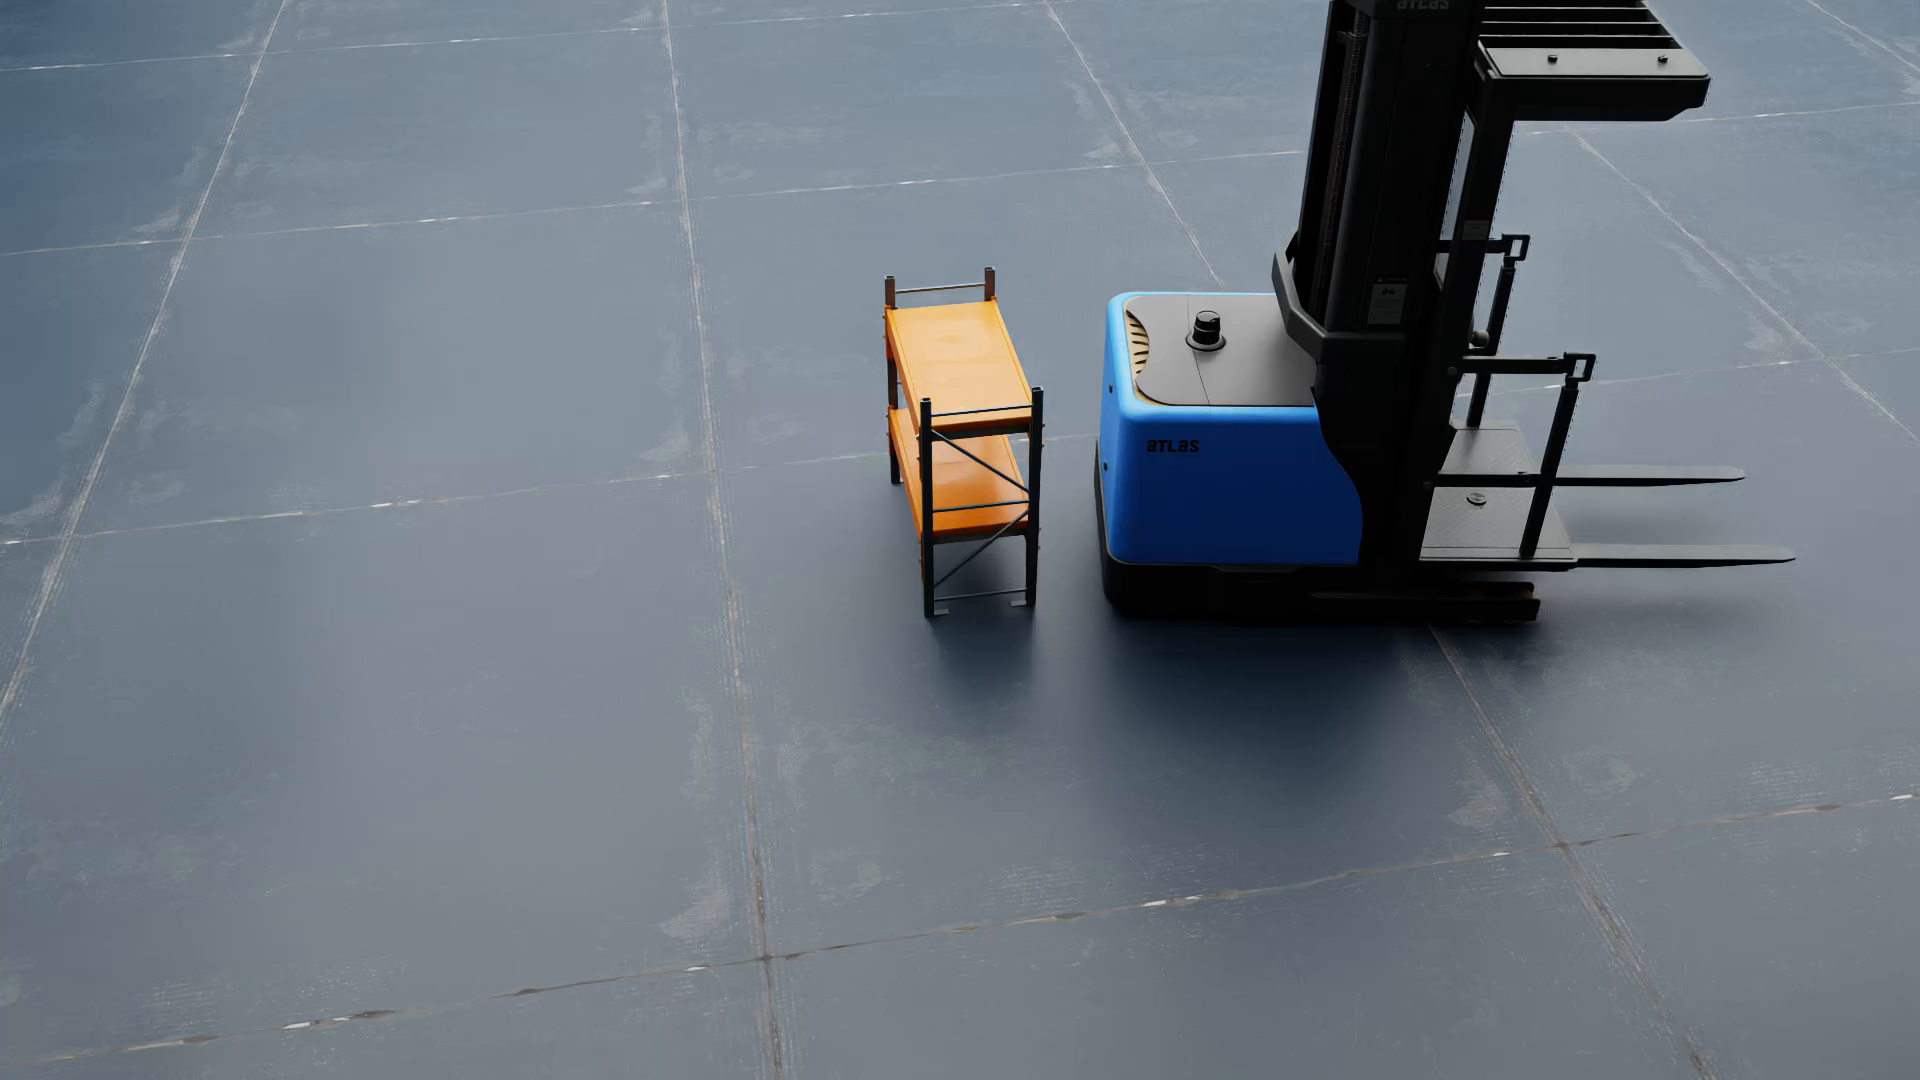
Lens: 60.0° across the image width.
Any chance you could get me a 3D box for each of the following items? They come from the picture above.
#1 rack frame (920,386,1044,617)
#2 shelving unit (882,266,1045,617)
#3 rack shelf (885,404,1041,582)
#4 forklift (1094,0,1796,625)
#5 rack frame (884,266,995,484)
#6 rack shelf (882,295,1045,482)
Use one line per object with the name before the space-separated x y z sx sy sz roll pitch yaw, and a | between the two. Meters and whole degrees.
rack frame | 0.088 -0.141 7.015 0.500 1.125 0.032 -6 38 -8
shelving unit | -0.001 -0.448 7.410 0.538 1.125 1.048 -6 38 -8
rack shelf | -0.001 -0.255 7.560 0.538 0.278 1.000 -6 38 -8
forklift | 2.155 -1.117 6.799 3.031 2.935 1.130 0 38 1
rack frame | -0.090 -0.755 7.805 0.500 1.125 0.032 -6 38 -8
rack shelf | -0.001 -0.679 7.231 0.538 0.278 1.000 -6 38 -8
